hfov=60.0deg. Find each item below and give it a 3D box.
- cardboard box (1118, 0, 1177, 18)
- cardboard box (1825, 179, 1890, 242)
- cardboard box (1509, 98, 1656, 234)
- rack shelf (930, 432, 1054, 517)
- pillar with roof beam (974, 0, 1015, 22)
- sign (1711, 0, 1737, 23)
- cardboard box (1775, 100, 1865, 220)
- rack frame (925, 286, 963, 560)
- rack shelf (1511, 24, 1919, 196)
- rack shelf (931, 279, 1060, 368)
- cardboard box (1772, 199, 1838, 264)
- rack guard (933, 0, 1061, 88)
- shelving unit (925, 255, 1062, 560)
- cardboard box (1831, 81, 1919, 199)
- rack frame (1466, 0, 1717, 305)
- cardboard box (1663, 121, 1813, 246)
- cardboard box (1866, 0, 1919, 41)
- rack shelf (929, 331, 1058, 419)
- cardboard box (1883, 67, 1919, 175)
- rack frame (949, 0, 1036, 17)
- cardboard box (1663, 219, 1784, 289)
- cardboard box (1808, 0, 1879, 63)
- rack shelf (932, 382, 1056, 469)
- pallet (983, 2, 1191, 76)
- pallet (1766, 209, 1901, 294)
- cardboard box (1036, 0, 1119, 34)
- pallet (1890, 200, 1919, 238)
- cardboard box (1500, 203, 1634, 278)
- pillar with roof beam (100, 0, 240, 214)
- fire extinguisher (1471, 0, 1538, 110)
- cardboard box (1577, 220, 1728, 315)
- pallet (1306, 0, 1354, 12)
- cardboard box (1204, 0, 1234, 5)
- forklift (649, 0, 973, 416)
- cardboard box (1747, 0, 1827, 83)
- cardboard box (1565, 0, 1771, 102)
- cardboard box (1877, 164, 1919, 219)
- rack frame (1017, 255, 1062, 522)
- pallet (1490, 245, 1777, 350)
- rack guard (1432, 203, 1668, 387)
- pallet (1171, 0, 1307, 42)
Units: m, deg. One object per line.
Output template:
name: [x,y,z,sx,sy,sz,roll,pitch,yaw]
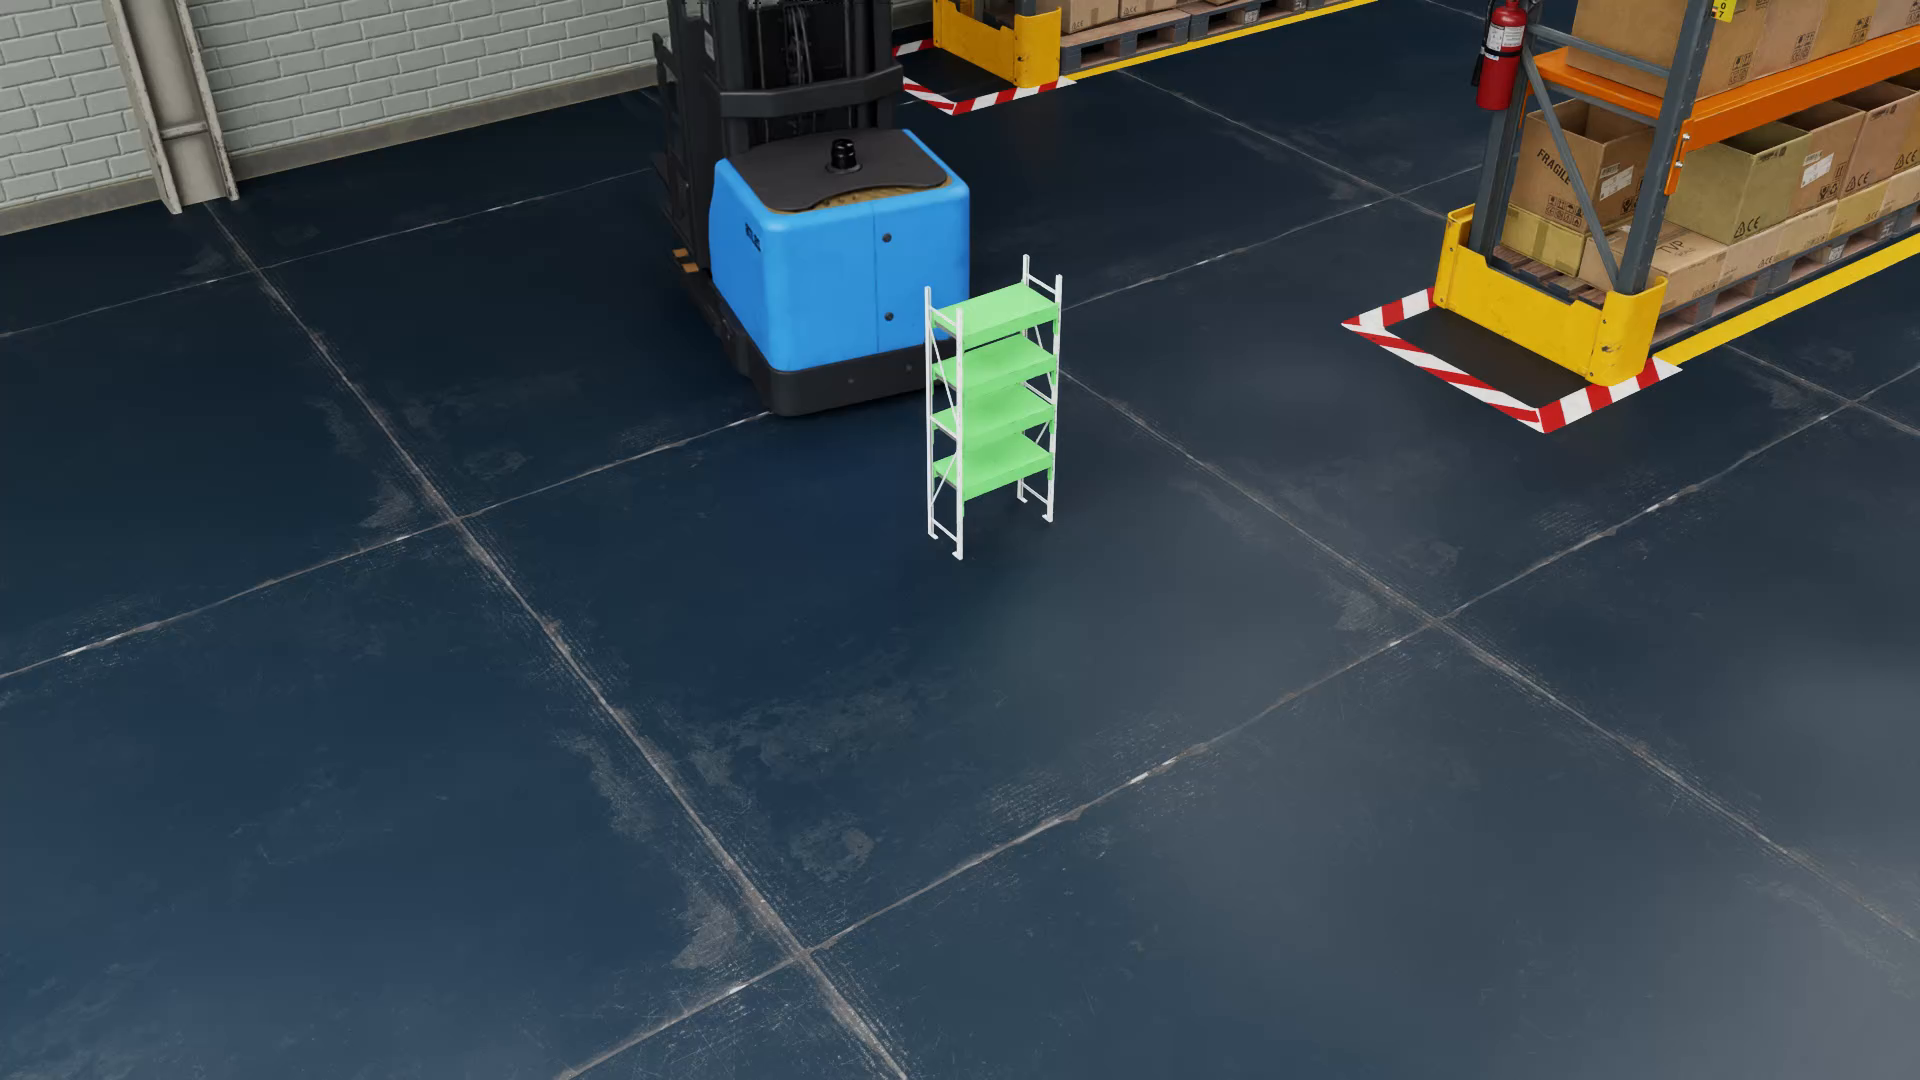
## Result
cardboard box: [1.272,-4.146,12.372,0.500,0.311,0.500,-19,40,-24]
cardboard box: [4.839,-1.947,9.383,0.500,0.250,0.500,-22,41,-28]
cardboard box: [3.312,-1.996,8.809,0.500,0.500,0.500,-22,41,-28]
rack shelf: [0.135,-0.296,7.155,0.480,0.148,0.258,-22,41,-28]
pillar with roof beam: [2.743,-5.707,7.478,0.400,9.000,9.100,-22,41,-28]
sign: [3.360,-2.431,7.252,0.005,0.325,0.100,-22,41,-28]
cardboard box: [4.421,-2.091,8.941,0.500,0.500,0.500,-22,41,-28]
rack frame: [-0.064,-0.461,6.863,0.015,1.200,0.240,-22,41,-28]
rack shelf: [4.680,-2.695,9.044,4.000,0.370,1.077,-22,41,-28]
rack shelf: [0.135,-0.881,6.734,0.480,0.148,0.258,-22,41,-28]
cardboard box: [4.427,-1.781,9.152,0.500,0.250,0.500,-22,41,-28]
rack guard: [0.251,-3.688,11.950,0.348,0.500,1.175,-22,41,-28]
shelving unit: [0.135,-0.543,6.977,0.503,1.200,0.258,-22,41,-28]
cardboard box: [4.840,-2.251,9.163,0.500,0.500,0.500,-22,41,-28]
rack frame: [3.045,-2.314,7.899,0.127,3.000,1.000,-22,41,-28]
cardboard box: [4.020,-1.916,8.699,0.500,0.500,0.500,-22,41,-28]
cardboard box: [4.698,-3.028,8.806,0.500,0.500,0.700,-21,41,-27]
rack shelf: [0.135,-0.686,6.874,0.480,0.148,0.258,-22,41,-28]
cardboard box: [5.240,-2.426,9.407,0.500,0.500,0.500,-22,41,-28]
rack frame: [0.189,-4.677,11.185,0.127,3.000,1.000,-22,41,-28]
cardboard box: [4.019,-1.613,8.919,0.500,0.250,0.500,-22,41,-28]
cardboard box: [4.270,-2.849,8.557,0.500,0.500,0.700,-22,41,-28]
rack shelf: [0.135,-0.491,7.014,0.480,0.148,0.258,-22,41,-28]
pallet: [0.935,-3.827,12.391,1.213,0.211,1.003,-22,41,-28]
pallet: [4.643,-1.868,9.666,1.213,0.211,1.003,-22,41,-28]
cardboard box: [0.806,-3.954,12.105,0.500,0.311,0.500,-28,44,-33]
pallet: [5.641,-2.280,10.240,1.213,0.211,1.003,-22,41,-28]
cardboard box: [3.314,-1.690,9.026,0.500,0.250,0.500,-22,41,-28]
pillar with roof beam: [-2.162,-3.688,4.671,0.400,9.000,9.100,-22,41,-28]
fire extinguisher: [2.681,-2.465,8.175,0.183,0.674,0.296,-22,41,-28]
cardboard box: [3.612,-1.443,8.682,0.500,0.250,0.500,-22,41,-28]
pallet: [2.930,-4.648,13.532,1.213,0.211,1.003,-22,41,-28]
cardboard box: [1.901,-4.446,12.626,0.500,0.500,0.700,-25,43,-31]
forklift: [-0.986,-2.635,8.403,1.130,2.935,3.031,-14,38,-19]
cardboard box: [3.861,-2.685,8.329,0.500,0.500,0.700,-21,41,-27]
cardboard box: [3.434,-2.506,8.080,0.500,0.500,0.700,-22,41,-28]
cardboard box: [5.247,-2.115,9.617,0.500,0.250,0.500,-22,41,-28]
rack frame: [0.335,-0.625,7.091,0.015,1.200,0.240,-22,41,-28]
pallet: [3.646,-1.460,9.099,1.213,0.211,1.003,-22,41,-28]
rack guard: [3.026,-1.292,8.618,0.348,0.500,1.175,-22,41,-28]
pallet: [1.932,-4.235,12.958,1.213,0.211,1.003,-22,41,-28]
